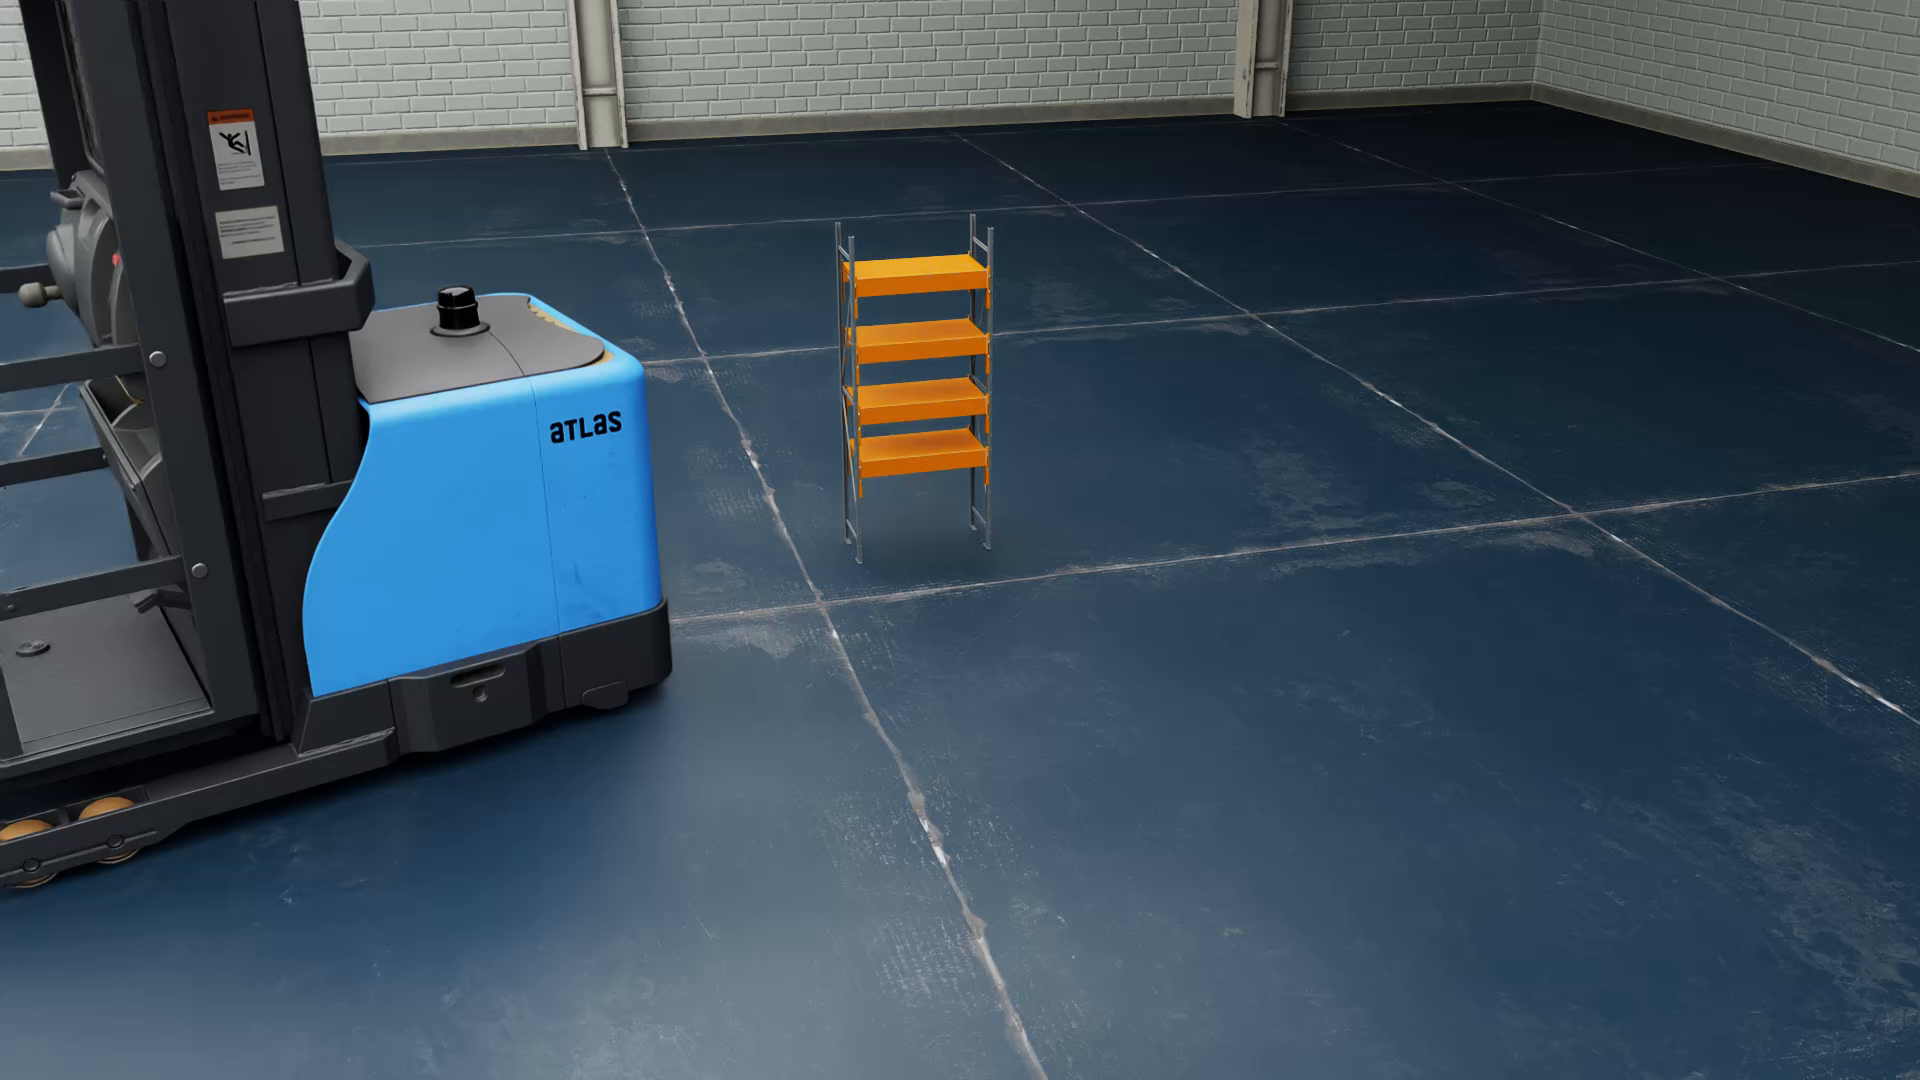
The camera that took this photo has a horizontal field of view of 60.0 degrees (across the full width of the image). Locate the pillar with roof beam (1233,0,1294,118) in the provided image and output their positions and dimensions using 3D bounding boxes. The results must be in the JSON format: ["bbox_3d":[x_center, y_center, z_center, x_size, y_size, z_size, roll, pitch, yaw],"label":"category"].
[{"bbox_3d":[3.940,-6.459,9.890,0.400,9.000,9.100,-6,24,-14],"label":"pillar with roof beam"}]

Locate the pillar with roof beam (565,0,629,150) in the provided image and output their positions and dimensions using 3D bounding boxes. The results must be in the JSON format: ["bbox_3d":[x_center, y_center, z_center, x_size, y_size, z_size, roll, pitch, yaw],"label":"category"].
[{"bbox_3d":[-1.837,-5.819,8.400,0.400,9.000,9.100,-6,24,-14],"label":"pillar with roof beam"}]

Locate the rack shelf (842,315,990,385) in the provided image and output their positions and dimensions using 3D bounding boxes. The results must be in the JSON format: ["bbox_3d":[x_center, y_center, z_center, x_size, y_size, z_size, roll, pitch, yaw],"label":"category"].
[{"bbox_3d":[-0.159,-0.677,5.911,0.480,0.148,0.258,-6,24,-14],"label":"rack shelf"}]

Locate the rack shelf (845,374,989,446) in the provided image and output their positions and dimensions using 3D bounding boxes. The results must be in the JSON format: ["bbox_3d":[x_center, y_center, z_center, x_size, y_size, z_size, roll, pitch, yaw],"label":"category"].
[{"bbox_3d":[-0.159,-0.472,5.999,0.480,0.148,0.258,-6,24,-14],"label":"rack shelf"}]

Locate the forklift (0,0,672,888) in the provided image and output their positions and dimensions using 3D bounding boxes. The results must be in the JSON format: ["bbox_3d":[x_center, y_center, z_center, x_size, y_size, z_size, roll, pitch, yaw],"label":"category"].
[{"bbox_3d":[-2.397,-0.706,4.177,3.031,2.935,1.130,-15,27,-31],"label":"forklift"}]

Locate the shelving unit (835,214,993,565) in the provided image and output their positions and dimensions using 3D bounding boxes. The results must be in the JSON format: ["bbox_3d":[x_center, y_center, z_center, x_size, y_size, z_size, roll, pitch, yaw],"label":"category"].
[{"bbox_3d":[-0.159,-0.534,5.972,0.503,1.200,0.258,-6,24,-14],"label":"shelving unit"}]

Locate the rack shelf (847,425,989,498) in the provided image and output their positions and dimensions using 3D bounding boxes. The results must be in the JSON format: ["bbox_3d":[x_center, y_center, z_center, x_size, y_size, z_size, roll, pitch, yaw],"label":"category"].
[{"bbox_3d":[-0.159,-0.289,6.077,0.480,0.148,0.258,-6,24,-14],"label":"rack shelf"}]

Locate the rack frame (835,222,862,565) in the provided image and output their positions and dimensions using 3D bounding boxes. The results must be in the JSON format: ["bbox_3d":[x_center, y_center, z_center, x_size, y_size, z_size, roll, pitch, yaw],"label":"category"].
[{"bbox_3d":[-0.394,-0.508,5.912,0.015,1.200,0.240,-6,24,-14],"label":"rack frame"}]

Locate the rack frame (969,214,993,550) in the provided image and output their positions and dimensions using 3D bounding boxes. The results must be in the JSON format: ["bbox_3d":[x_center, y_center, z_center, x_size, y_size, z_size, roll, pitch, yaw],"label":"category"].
[{"bbox_3d":[0.076,-0.560,6.033,0.015,1.200,0.240,-6,24,-14],"label":"rack frame"}]

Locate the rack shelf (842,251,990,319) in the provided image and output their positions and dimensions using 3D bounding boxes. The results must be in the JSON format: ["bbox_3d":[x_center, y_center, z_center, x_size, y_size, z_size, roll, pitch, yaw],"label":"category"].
[{"bbox_3d":[-0.159,-0.895,5.817,0.480,0.148,0.258,-6,24,-14],"label":"rack shelf"}]
